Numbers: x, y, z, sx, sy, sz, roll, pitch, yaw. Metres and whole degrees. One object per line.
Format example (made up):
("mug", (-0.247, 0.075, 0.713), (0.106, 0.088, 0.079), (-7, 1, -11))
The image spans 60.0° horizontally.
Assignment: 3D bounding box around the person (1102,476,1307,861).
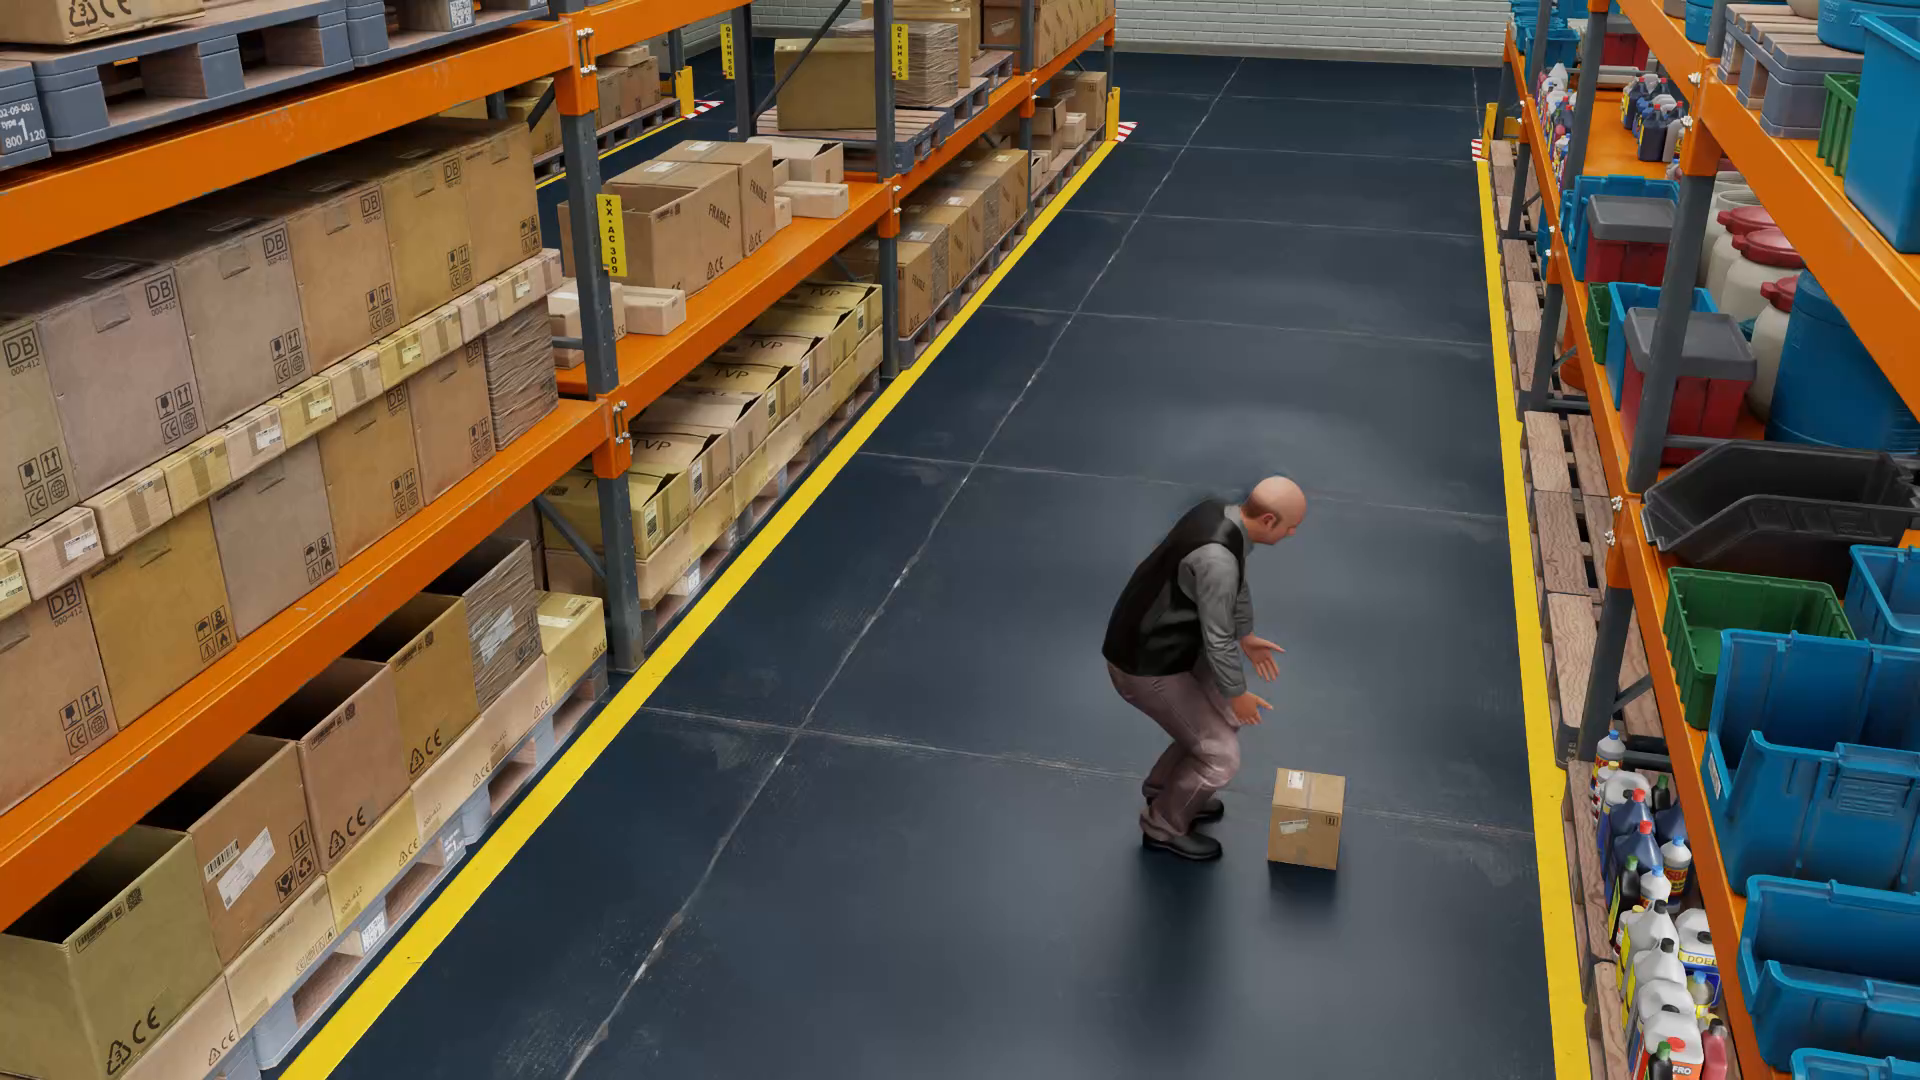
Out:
("person", (0.863, 0.426, 6.046), (0.670, 1.461, 0.590), (6, 26, 13))
